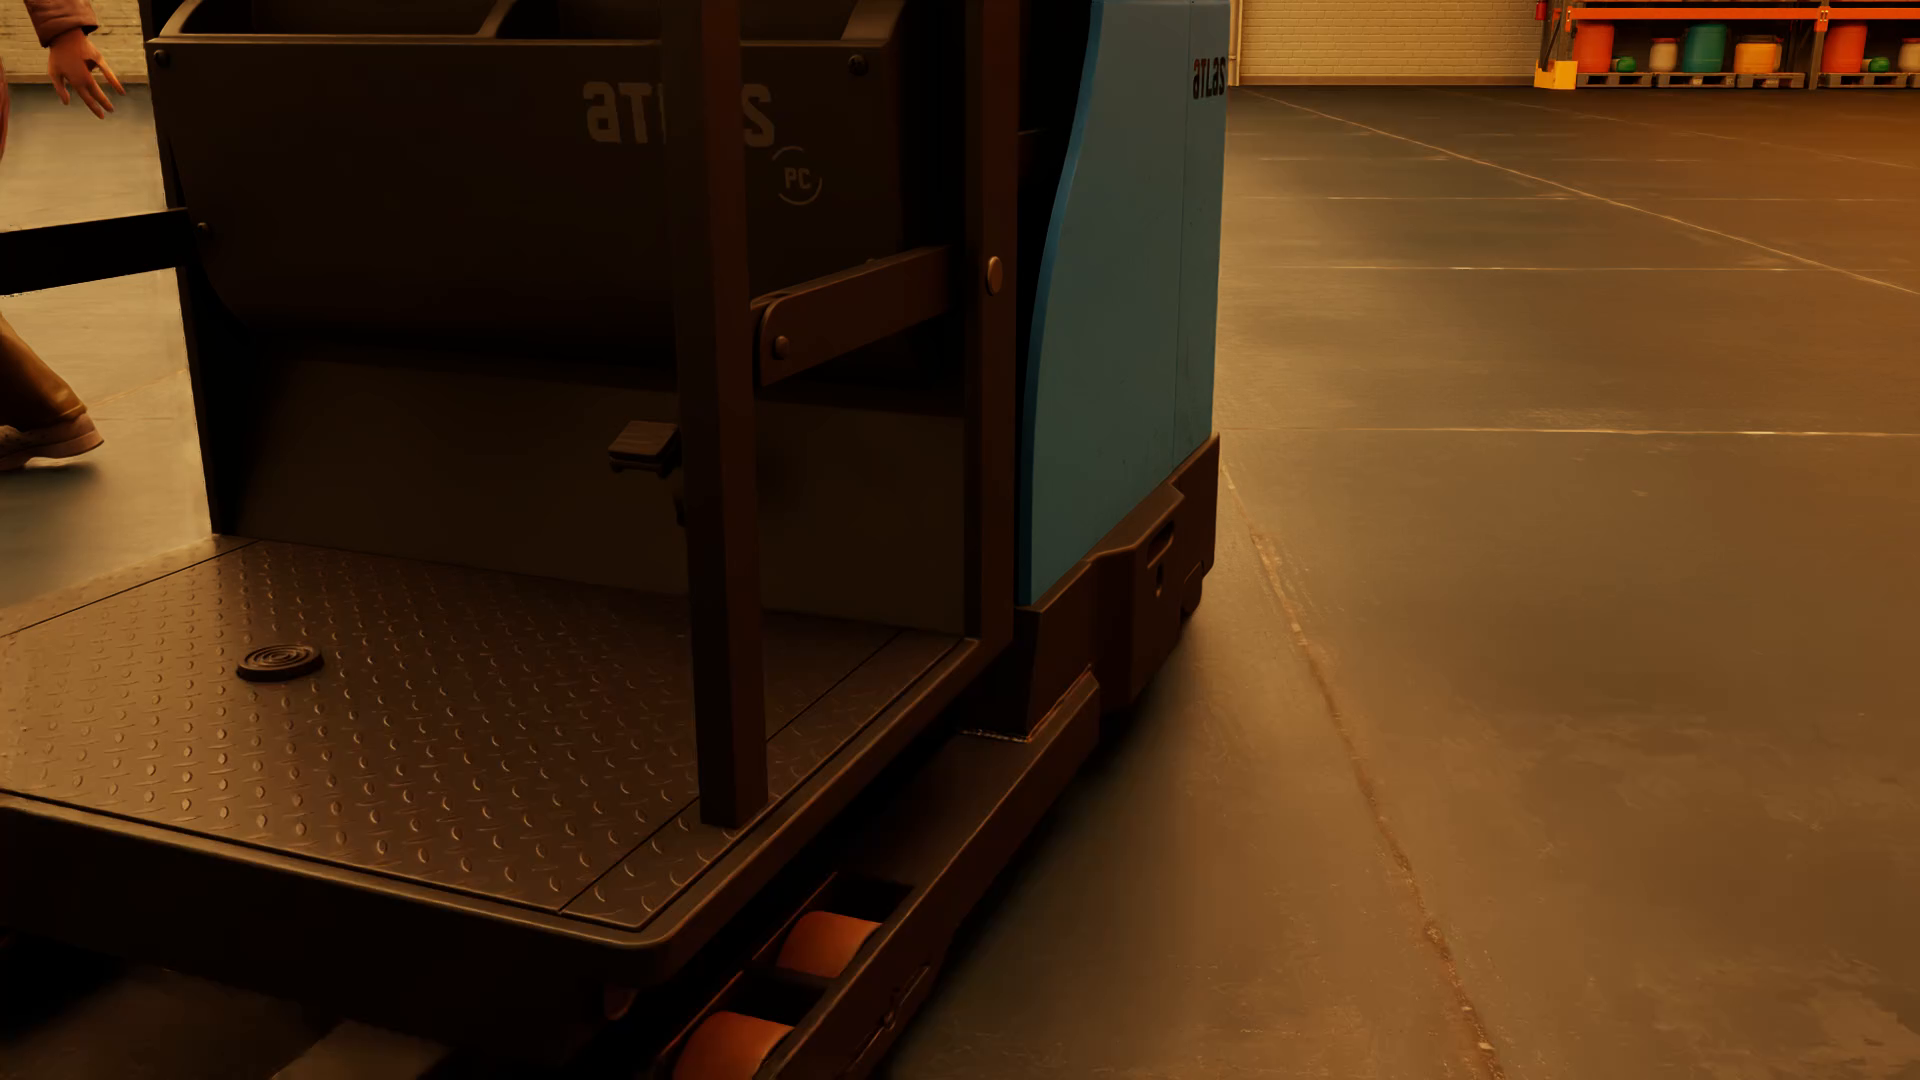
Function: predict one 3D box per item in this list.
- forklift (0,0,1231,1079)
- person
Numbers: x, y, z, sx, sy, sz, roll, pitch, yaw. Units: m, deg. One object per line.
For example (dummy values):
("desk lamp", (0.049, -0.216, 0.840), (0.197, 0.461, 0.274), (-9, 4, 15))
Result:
("forklift", (-0.554, -0.950, 1.490), (1.130, 2.935, 3.031), (7, 18, 20))
("person", (-2.255, -0.928, 3.593), (0.824, 1.784, 0.689), (-8, 19, -24))
